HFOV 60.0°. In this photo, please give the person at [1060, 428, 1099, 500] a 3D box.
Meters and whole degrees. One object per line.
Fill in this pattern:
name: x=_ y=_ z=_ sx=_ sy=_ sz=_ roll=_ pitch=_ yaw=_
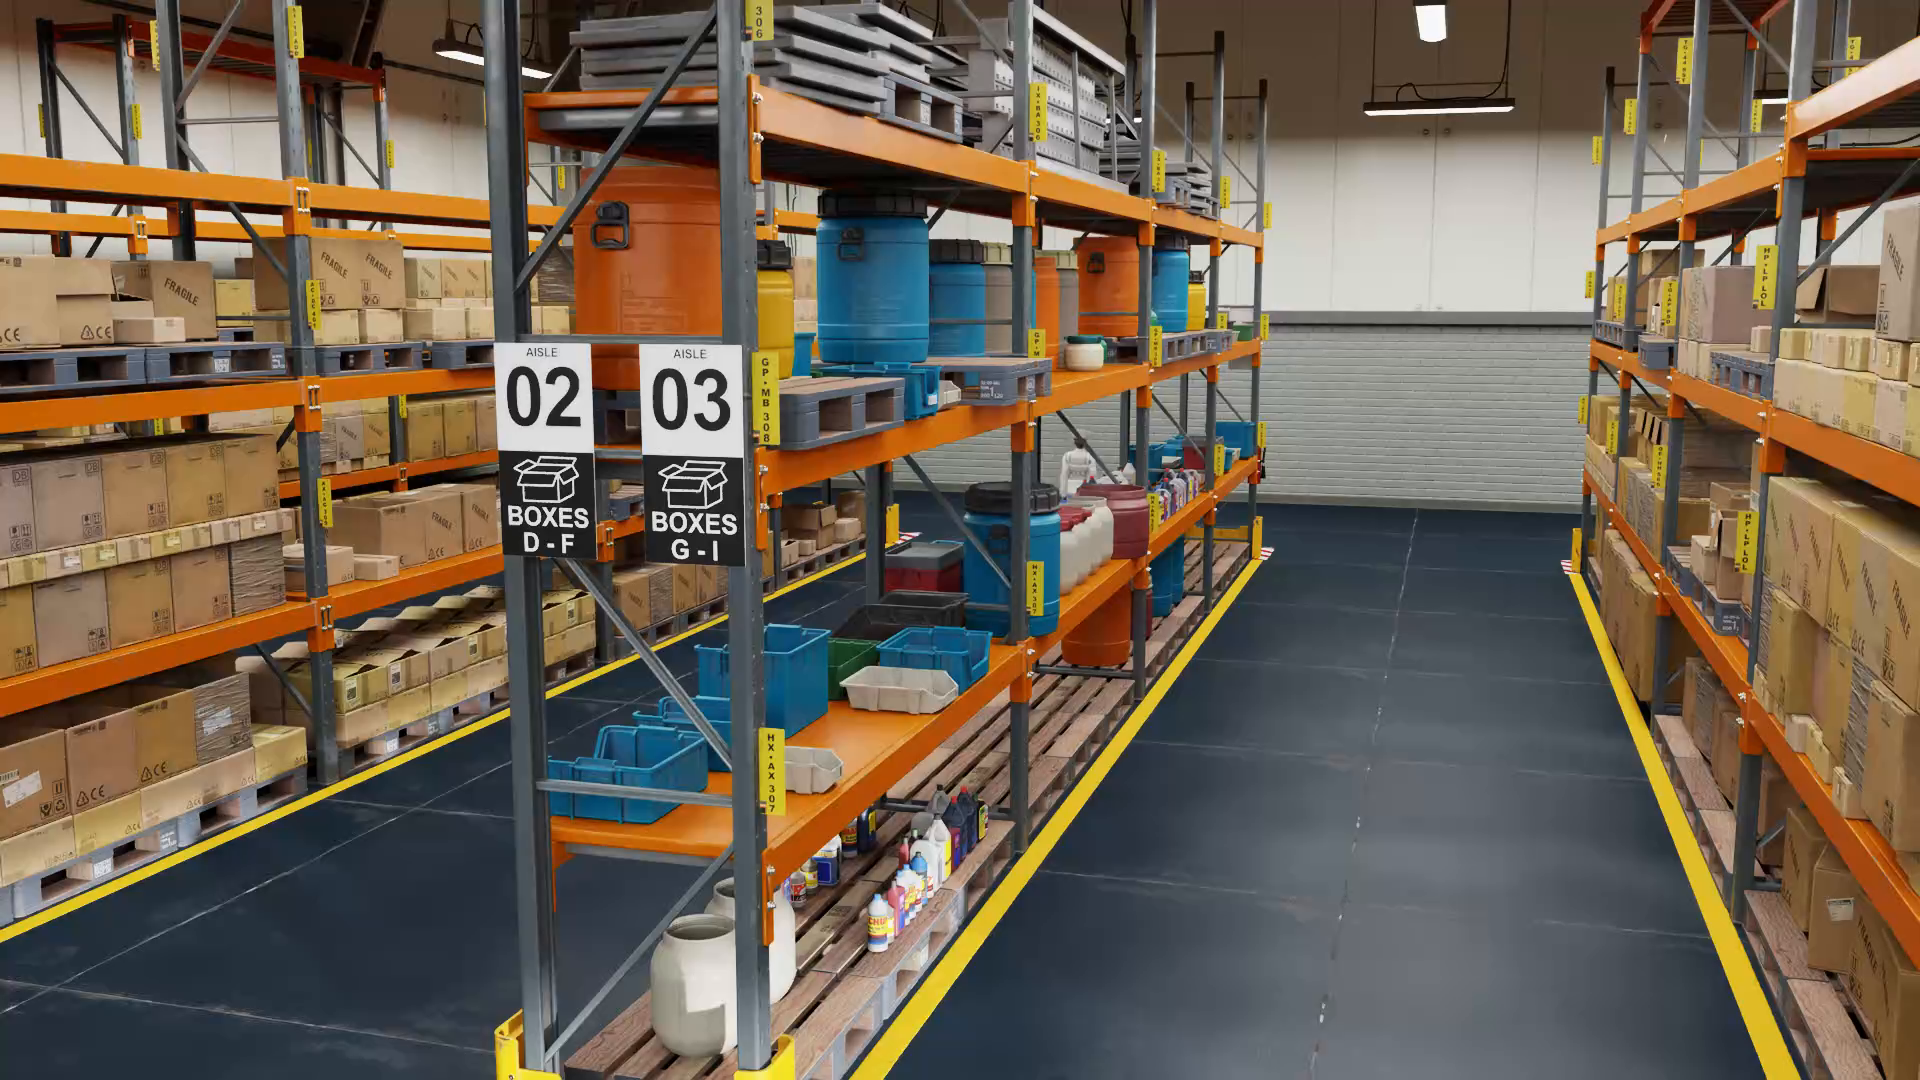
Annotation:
person: x=1.517 y=-0.554 z=20.880 sx=0.482 sy=1.706 sz=0.438 roll=3 pitch=9 yaw=21
